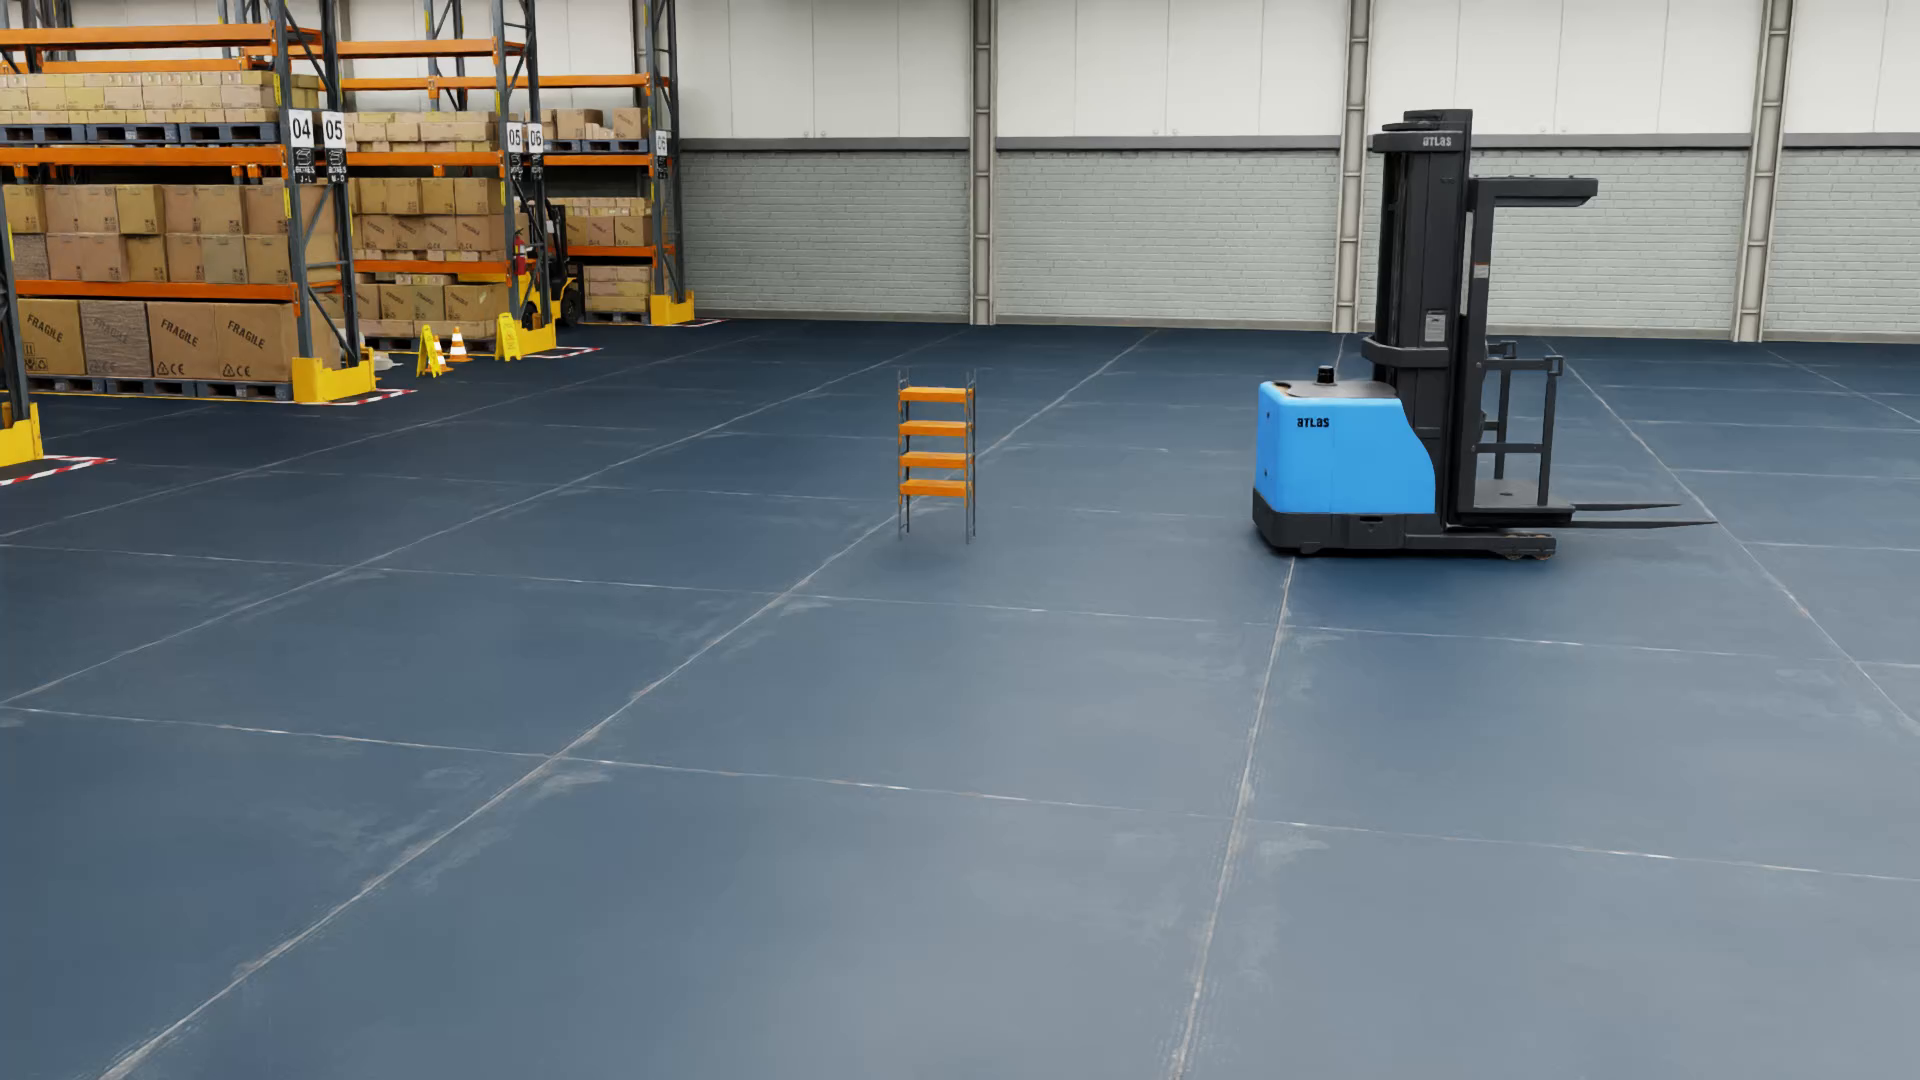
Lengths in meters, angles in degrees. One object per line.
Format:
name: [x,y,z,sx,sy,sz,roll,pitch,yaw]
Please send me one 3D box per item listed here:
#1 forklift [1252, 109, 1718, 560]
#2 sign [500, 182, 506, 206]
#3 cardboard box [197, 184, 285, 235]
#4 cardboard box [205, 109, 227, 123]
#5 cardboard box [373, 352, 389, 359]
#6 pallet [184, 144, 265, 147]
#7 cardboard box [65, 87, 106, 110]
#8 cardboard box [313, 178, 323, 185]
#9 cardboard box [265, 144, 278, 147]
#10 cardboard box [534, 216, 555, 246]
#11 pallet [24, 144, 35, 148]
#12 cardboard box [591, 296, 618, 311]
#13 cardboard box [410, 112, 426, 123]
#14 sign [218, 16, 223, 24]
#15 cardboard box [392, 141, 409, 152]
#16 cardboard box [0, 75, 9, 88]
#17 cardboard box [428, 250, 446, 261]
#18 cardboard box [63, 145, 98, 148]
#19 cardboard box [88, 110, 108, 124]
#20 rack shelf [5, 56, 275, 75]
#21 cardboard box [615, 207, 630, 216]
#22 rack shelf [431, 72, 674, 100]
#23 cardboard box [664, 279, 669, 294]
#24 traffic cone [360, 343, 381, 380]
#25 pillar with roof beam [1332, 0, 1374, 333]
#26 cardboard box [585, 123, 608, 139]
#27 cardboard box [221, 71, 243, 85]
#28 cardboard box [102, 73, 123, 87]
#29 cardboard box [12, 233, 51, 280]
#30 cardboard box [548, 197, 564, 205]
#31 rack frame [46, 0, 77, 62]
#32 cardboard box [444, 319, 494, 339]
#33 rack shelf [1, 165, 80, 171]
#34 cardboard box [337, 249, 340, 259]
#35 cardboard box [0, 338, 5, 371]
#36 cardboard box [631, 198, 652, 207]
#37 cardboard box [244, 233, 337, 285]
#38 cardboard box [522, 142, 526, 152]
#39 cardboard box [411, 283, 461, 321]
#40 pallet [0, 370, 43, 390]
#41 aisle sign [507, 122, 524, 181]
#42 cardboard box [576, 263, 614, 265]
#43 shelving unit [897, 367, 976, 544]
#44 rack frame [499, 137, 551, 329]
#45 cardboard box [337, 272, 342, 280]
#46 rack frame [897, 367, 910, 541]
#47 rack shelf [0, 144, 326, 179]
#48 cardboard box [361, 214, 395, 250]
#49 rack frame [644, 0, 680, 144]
forklift: [3.630,-1.415,11.343,3.031,2.935,1.130,0,13,1]
sign: [-6.311,-4.784,22.968,0.005,0.325,0.100,3,13,14]
cardboard box: [-8.154,-3.771,18.965,0.550,0.550,0.875,3,13,14]
cardboard box: [-8.145,-4.702,18.455,0.250,0.149,0.380,3,13,14]
cardboard box: [-7.915,-2.431,22.349,0.250,0.149,0.380,12,17,43]
pallet: [-10.616,-5.815,24.525,1.003,0.211,1.213,3,13,14]
cardboard box: [-9.743,-4.995,18.858,0.500,0.250,0.500,3,13,13]
cardboard box: [-9.177,-4.970,23.984,0.500,0.500,0.700,3,13,14]
cardboard box: [-9.796,-5.661,23.978,0.250,0.149,0.380,3,13,13]
cardboard box: [-7.004,-5.322,28.567,0.500,0.500,0.500,3,13,14]
pallet: [-14.564,-5.990,25.316,1.003,0.211,1.213,4,13,16]
cardboard box: [-5.986,-4.072,28.542,0.500,0.250,0.500,3,13,14]
cardboard box: [-7.521,-5.936,23.375,0.250,0.149,0.380,3,13,14]
sign: [-12.861,-8.948,28.949,0.005,0.325,0.100,3,13,14]
cardboard box: [-7.809,-5.554,23.495,0.250,0.149,0.380,3,13,12]
cardboard box: [-10.858,-5.236,19.021,0.250,0.149,0.380,3,13,14]
cardboard box: [-7.347,-4.046,23.627,0.250,0.149,0.380,3,13,15]
cardboard box: [-13.008,-6.057,24.953,0.500,0.500,0.700,3,13,14]
cardboard box: [-9.621,-4.781,18.812,0.250,0.149,0.380,3,13,14]
rack shelf: [-11.984,-6.874,24.524,4.000,0.370,1.077,3,13,14]
cardboard box: [-5.632,-5.556,28.120,0.250,0.149,0.380,3,13,14]
rack shelf: [-6.915,-7.710,28.294,4.000,0.370,1.077,3,13,14]
cardboard box: [-5.380,-4.399,28.859,0.500,0.250,0.500,3,13,15]
traffic cone: [-7.422,-2.222,20.678,0.334,0.463,0.336,3,13,14]
pillar with roof beam: [5.186,-6.850,21.834,0.400,9.000,9.100,3,13,14]
cardboard box: [-6.097,-6.869,27.953,0.258,0.266,0.396,3,13,14]
cardboard box: [-7.897,-5.078,18.310,0.250,0.149,0.380,3,13,14]
cardboard box: [-9.381,-5.157,18.666,0.250,0.149,0.380,3,13,13]
cardboard box: [-10.769,-3.398,19.778,0.550,0.550,0.875,3,13,14]
cardboard box: [-6.862,-5.787,28.478,0.250,0.149,0.380,3,13,14]
rack frame: [-16.624,-8.776,30.511,0.127,3.000,1.000,3,13,14]
cardboard box: [-7.032,-3.029,23.841,0.500,0.250,0.500,3,13,13]
rack shelf: [-18.566,-7.064,31.382,4.000,0.370,1.077,3,13,14]
cardboard box: [-8.793,-4.144,24.067,0.250,0.149,0.380,3,13,13]
cardboard box: [-11.755,-2.461,20.127,0.750,0.750,1.050,3,13,13]
cardboard box: [-5.372,-5.709,28.125,0.250,0.149,0.380,3,13,14]
cardboard box: [-7.618,-3.217,18.961,0.550,0.550,0.875,3,13,14]
cardboard box: [-6.403,-5.607,23.736,0.250,0.149,0.380,3,13,14]
cardboard box: [-7.507,-3.422,23.879,0.500,0.500,0.500,4,13,16]
pallet: [-11.898,-2.004,20.280,1.213,0.211,1.003,3,13,14]
aisle sign: [-6.168,-5.385,23.078,0.004,0.787,0.394,3,13,14]
cardboard box: [-6.364,-4.693,29.031,0.500,0.250,0.500,3,13,13]
shelving unit: [-0.161,-0.594,11.643,0.503,1.200,0.258,3,13,14]
rack frame: [-6.159,-4.180,23.649,0.127,3.000,1.000,3,13,14]
cardboard box: [-8.928,-3.800,24.087,0.250,0.149,0.380,4,13,16]
rack frame: [-0.398,-0.607,11.700,0.015,1.200,0.240,3,13,14]
rack shelf: [-9.189,-4.351,19.154,4.000,0.370,1.077,3,13,14]
cardboard box: [-8.209,-4.428,23.850,0.500,0.500,0.500,3,13,14]
rack frame: [-4.973,-8.153,27.705,0.127,3.000,1.000,3,13,14]
